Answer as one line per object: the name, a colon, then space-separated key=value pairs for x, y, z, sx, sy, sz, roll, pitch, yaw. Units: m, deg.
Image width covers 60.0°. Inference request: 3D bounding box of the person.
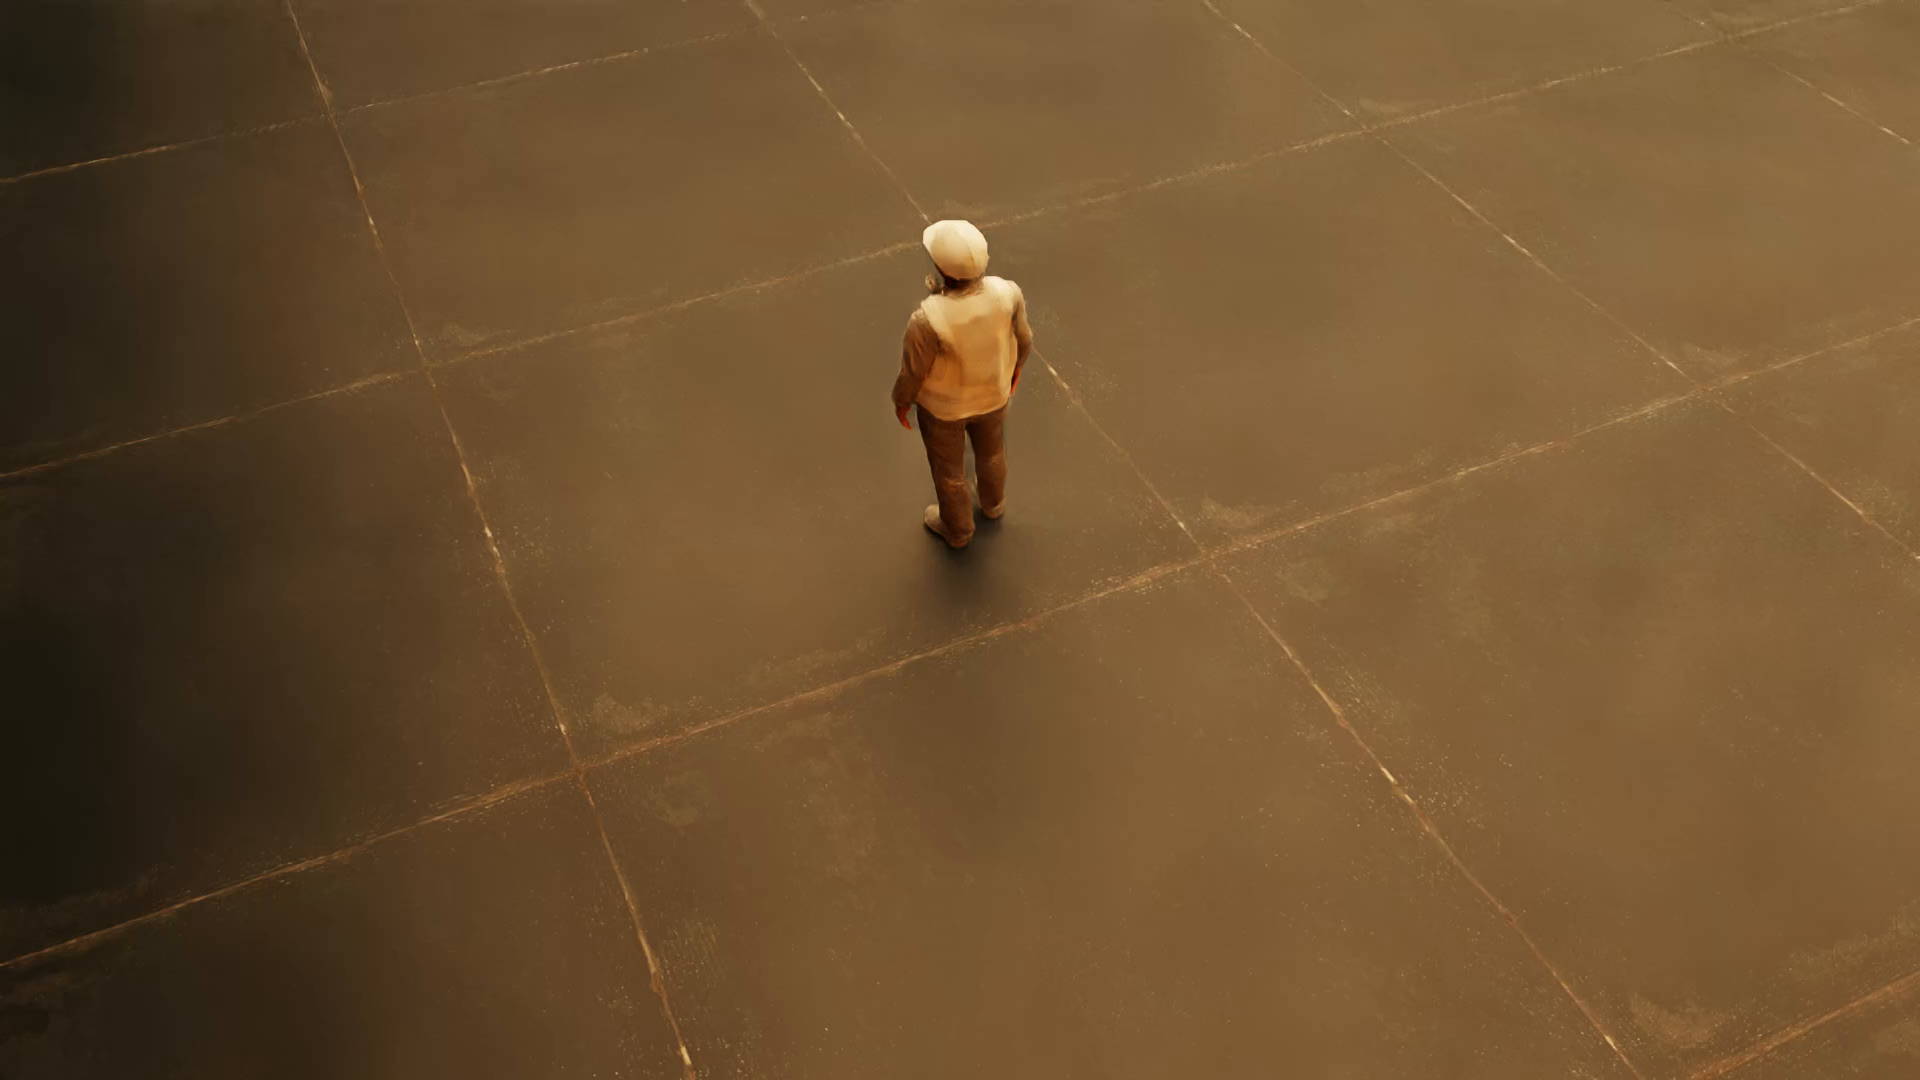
person: x=-0.019 y=-0.695 z=7.262 sx=0.632 sy=1.773 sz=0.567 roll=-18 pitch=46 yaw=-18
